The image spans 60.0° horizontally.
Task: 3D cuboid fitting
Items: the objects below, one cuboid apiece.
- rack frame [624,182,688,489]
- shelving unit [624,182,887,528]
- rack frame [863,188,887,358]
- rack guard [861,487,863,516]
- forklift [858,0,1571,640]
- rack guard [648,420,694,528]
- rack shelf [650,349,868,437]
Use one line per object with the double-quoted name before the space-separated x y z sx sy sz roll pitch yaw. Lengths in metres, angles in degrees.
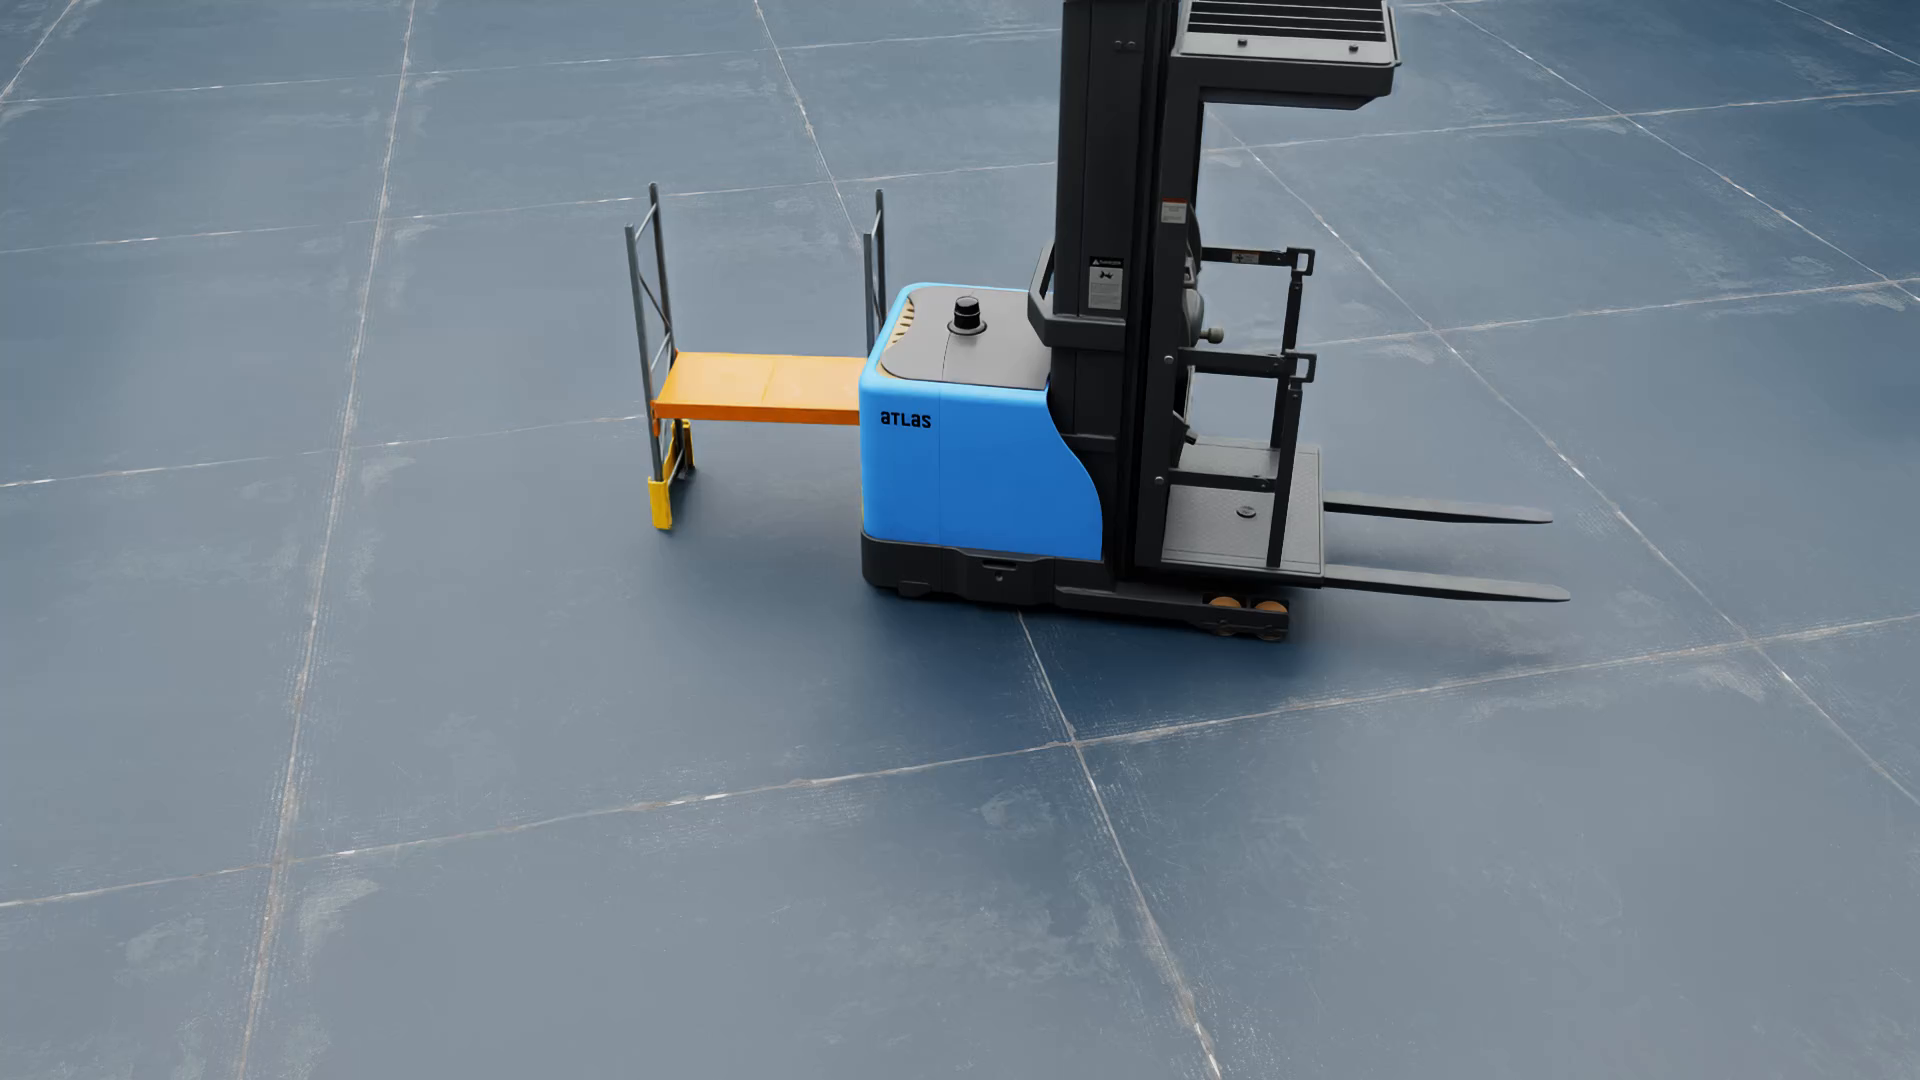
"rack frame" -1.388 -0.842 7.659 0.032 1.500 0.500 2 34 3
"shelving unit" -0.890 -0.823 7.630 1.083 1.500 0.587 2 34 3
"rack frame" -0.374 -0.802 7.599 0.032 1.500 0.500 2 34 3
"rack guard" -0.393 -0.284 7.949 0.087 0.250 0.587 2 34 3
"forklift" 1.131 -1.109 6.772 3.031 2.935 1.130 5 34 8
"rack guard" -1.386 -0.323 8.007 0.087 0.250 0.587 2 34 3
"rack shelf" -0.881 -0.673 7.729 1.000 0.185 0.538 2 34 3
